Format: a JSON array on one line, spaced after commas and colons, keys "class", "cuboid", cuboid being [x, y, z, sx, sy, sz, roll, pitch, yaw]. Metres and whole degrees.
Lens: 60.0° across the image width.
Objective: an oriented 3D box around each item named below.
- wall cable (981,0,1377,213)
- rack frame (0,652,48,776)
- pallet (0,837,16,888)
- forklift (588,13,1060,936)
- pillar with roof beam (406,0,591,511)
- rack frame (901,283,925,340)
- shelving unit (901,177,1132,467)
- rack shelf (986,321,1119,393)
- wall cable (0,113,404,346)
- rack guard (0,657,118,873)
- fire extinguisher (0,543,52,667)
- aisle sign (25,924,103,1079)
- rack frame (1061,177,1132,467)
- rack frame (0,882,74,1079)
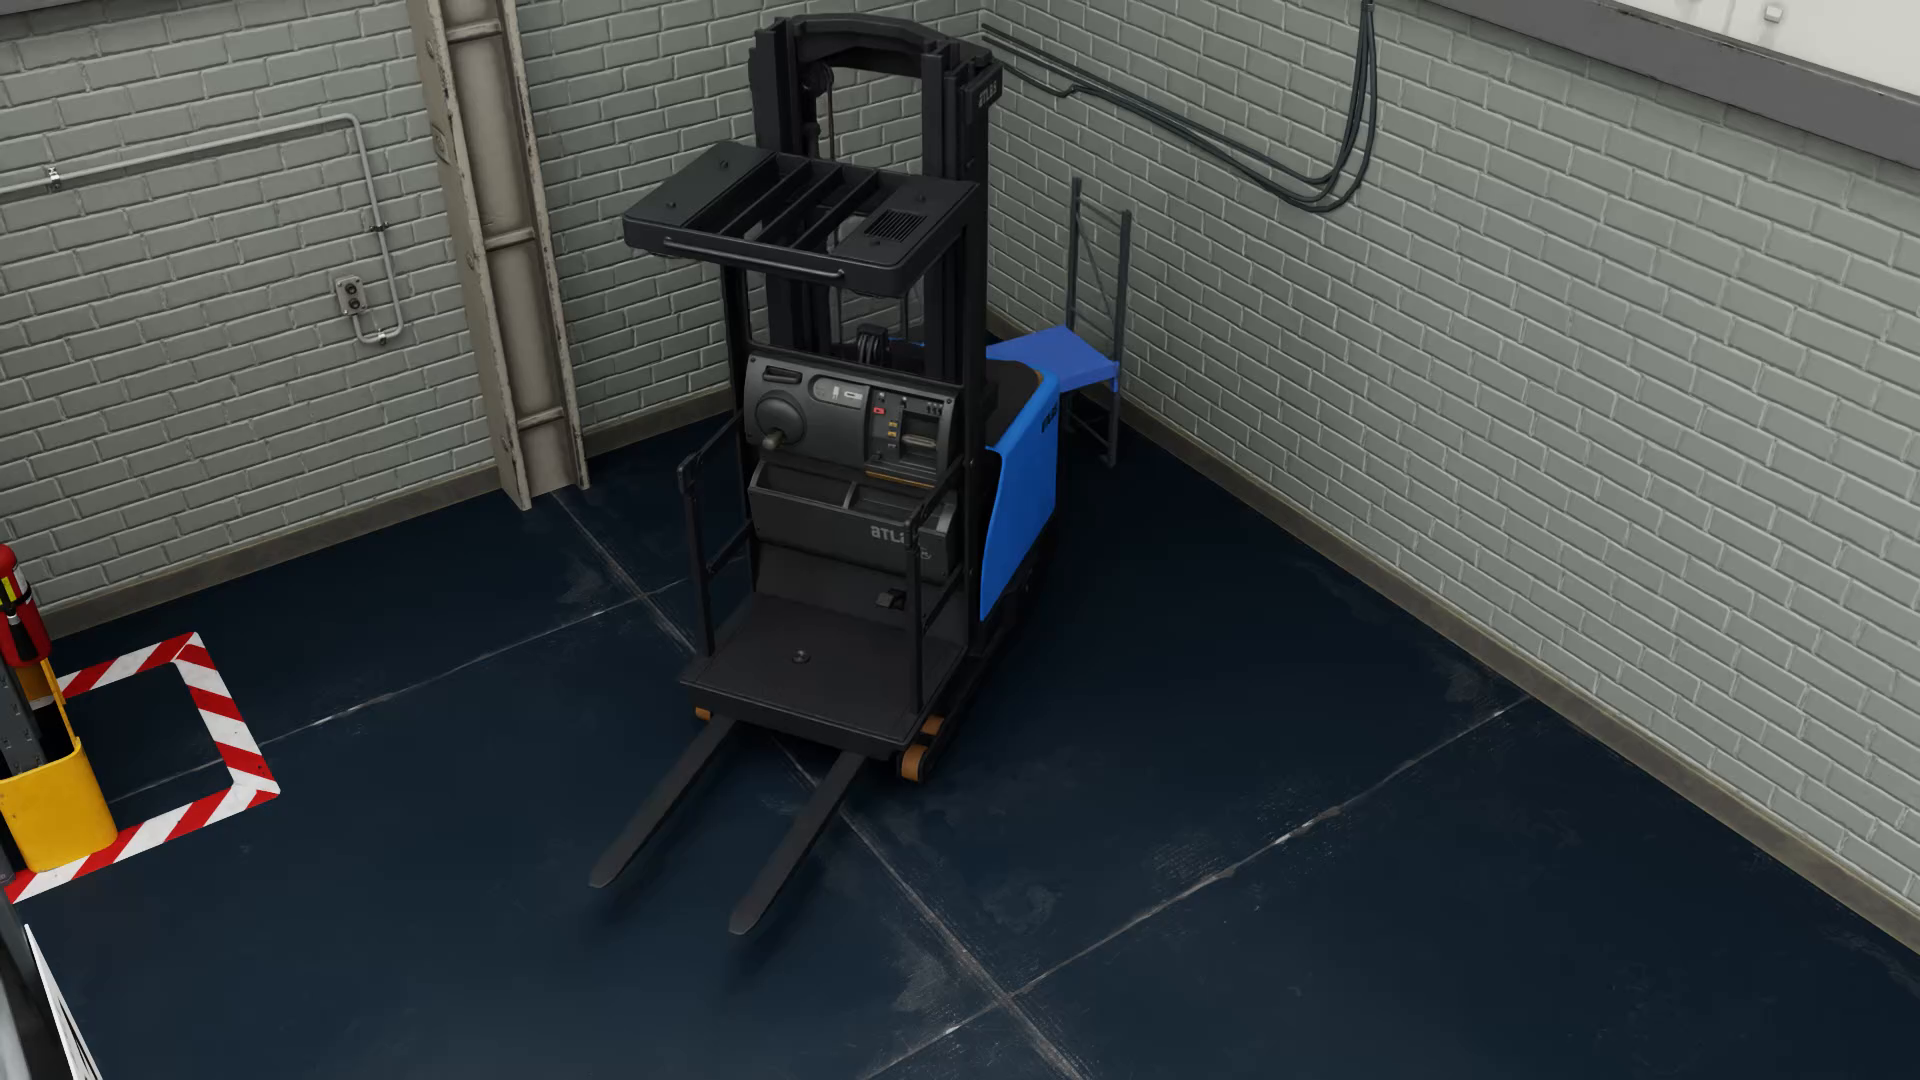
[{"class": "wall cable", "cuboid": [0.884, -3.096, 7.821, 0.112, 2.526, 3.097, -22, 41, -28]}, {"class": "rack frame", "cuboid": [-3.945, -0.189, 6.258, 0.127, 3.000, 1.000, -22, 41, -28]}, {"class": "pallet", "cuboid": [-4.553, 1.249, 6.646, 1.213, 0.211, 1.003, -22, 41, -28]}, {"class": "forklift", "cuboid": [-0.540, -0.438, 6.661, 1.130, 2.935, 3.031, 13, 38, 18]}, {"class": "pillar with roof beam", "cuboid": [0.244, -1.891, 3.486, 0.400, 9.000, 9.100, -22, 41, -28]}, {"class": "rack frame", "cuboid": [-0.165, -0.845, 8.453, 0.032, 1.500, 0.500, -19, 40, -24]}, {"class": "shelving unit", "cuboid": [0.276, -0.993, 8.660, 1.048, 1.500, 0.538, -19, 40, -24]}, {"class": "rack shelf", "cuboid": [0.276, -0.847, 8.765, 1.000, 0.185, 0.538, -19, 40, -24]}, {"class": "wall cable", "cuboid": [-3.443, -1.484, 7.188, 1.851, 1.984, 0.084, -22, 41, -28]}, {"class": "rack guard", "cuboid": [-3.925, 0.817, 6.999, 0.348, 0.500, 1.175, -22, 41, -28]}, {"class": "fire extinguisher", "cuboid": [-3.556, 0.163, 6.154, 0.183, 0.674, 0.296, -22, 41, -28]}, {"class": "aisle sign", "cuboid": [-1.201, 0.955, 2.440, 0.004, 0.787, 0.394, -22, 41, -28]}, {"class": "rack frame", "cuboid": [0.716, -1.142, 8.866, 0.032, 1.500, 0.500, -19, 40, -24]}, {"class": "rack frame", "cuboid": [-1.088, -0.262, 1.221, 0.127, 3.000, 1.000, -22, 41, -28]}]
